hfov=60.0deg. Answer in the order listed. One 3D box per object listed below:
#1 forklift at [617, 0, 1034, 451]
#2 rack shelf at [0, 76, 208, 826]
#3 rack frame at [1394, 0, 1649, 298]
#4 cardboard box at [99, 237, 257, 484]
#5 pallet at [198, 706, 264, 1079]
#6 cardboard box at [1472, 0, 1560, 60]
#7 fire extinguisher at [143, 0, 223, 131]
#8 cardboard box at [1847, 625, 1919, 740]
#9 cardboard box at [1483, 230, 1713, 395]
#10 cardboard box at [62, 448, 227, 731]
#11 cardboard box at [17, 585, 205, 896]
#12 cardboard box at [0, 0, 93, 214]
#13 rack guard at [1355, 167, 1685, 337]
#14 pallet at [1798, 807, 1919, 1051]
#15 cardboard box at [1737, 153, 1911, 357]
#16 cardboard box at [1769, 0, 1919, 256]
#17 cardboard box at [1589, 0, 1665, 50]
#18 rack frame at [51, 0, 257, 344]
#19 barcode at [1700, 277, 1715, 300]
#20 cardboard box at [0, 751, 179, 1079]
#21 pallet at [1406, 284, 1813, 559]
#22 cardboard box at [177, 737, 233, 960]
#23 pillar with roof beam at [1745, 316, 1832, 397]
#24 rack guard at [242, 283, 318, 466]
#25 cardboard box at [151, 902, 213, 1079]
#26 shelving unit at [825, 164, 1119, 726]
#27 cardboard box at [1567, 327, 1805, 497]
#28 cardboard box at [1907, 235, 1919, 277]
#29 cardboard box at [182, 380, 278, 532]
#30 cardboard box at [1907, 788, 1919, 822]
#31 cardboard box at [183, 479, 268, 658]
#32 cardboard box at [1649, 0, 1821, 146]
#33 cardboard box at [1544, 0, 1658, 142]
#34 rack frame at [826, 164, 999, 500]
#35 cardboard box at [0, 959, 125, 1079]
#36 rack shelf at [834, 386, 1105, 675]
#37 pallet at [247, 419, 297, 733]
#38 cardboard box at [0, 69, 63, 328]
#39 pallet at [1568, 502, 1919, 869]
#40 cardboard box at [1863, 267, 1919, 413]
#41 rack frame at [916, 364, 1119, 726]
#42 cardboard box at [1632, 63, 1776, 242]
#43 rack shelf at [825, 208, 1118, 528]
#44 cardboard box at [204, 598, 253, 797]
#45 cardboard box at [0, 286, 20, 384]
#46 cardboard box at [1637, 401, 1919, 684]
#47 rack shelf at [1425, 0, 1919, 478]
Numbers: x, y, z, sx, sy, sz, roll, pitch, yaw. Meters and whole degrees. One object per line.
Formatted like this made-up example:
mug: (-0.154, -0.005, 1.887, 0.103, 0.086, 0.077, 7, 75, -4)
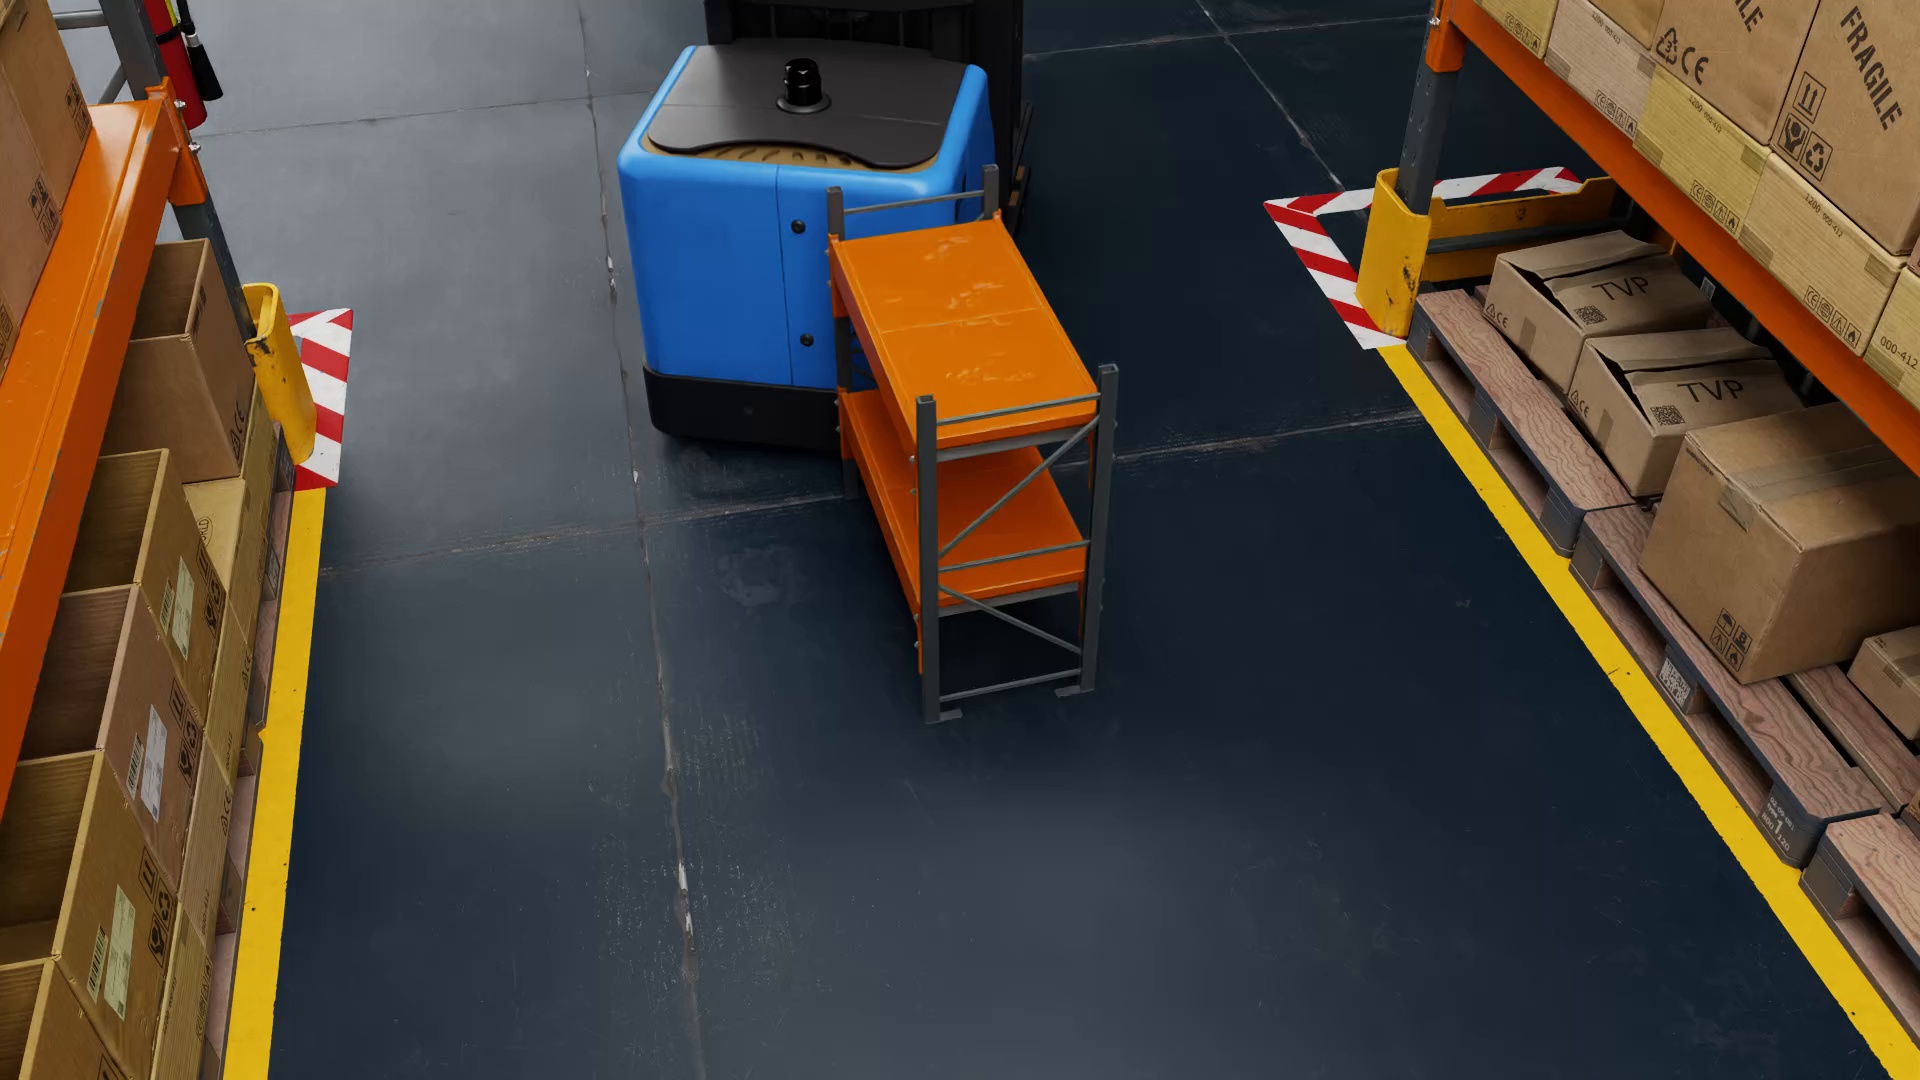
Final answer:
forklift: (-0.310, -2.343, 5.681, 1.130, 2.935, 3.031, 6, 42, 6)
rack shelf: (-2.330, 0.177, 3.332, 1.077, 0.370, 4.000, -8, 42, -9)
rack frame: (2.075, -2.100, 5.356, 1.000, 3.000, 0.127, -8, 42, -9)
cardboard box: (-2.355, -0.492, 4.735, 0.500, 0.500, 0.500, -8, 42, -9)
pallet: (-2.296, 0.934, 4.039, 1.003, 0.211, 1.213, -8, 42, -9)
cardboard box: (1.870, -1.690, 4.992, 0.500, 0.250, 0.500, -9, 42, -11)
fire extinguisher: (-2.333, -1.502, 4.741, 0.296, 0.674, 0.183, -8, 42, -9)
cardboard box: (2.612, 0.355, 4.407, 0.380, 0.149, 0.250, -12, 43, -13)
cardboard box: (2.136, -0.798, 5.583, 0.500, 0.311, 0.500, -13, 43, -14)
cardboard box: (-2.125, 0.154, 4.007, 0.500, 0.500, 0.500, -8, 42, -9)
cardboard box: (-2.018, 0.478, 3.642, 0.500, 0.500, 0.500, -8, 42, -9)
cardboard box: (-2.673, -1.121, 4.178, 0.700, 0.500, 0.500, -8, 42, -9)
rack guard: (2.091, -1.116, 6.131, 1.175, 0.500, 0.348, -8, 42, -9)
pallet: (2.759, 1.105, 3.846, 1.003, 0.211, 1.213, -8, 42, -9)
cardboard box: (2.207, -0.696, 3.873, 0.500, 0.250, 0.500, -8, 42, -9)
cardboard box: (2.210, -0.989, 3.638, 0.500, 0.500, 0.500, -7, 42, -8)
cardboard box: (1.981, -1.658, 4.391, 0.500, 0.500, 0.500, -8, 42, -9)
rack frame: (-2.762, -1.388, 4.554, 1.000, 3.000, 0.127, -8, 42, -9)
barcode: (2.531, -0.847, 5.632, 0.001, 0.075, 0.075, -8, 42, -9)
cardboard box: (-1.908, 0.802, 3.277, 0.500, 0.500, 0.500, -8, 42, -9)
pallet: (2.232, -0.476, 5.628, 1.003, 0.211, 1.213, -8, 42, -9)
cardboard box: (-2.022, 0.759, 3.890, 0.500, 0.250, 0.500, -8, 42, -9)
pillar with roof beam: (-1.133, -3.397, 2.298, 9.100, 9.000, 0.400, -8, 42, -9)
rack guard: (-2.767, -0.469, 5.401, 1.175, 0.500, 0.348, -8, 42, -9)
cardboard box: (-1.908, 1.082, 3.526, 0.500, 0.250, 0.500, -8, 42, -9)
shelving unit: (0.003, -0.279, 4.717, 0.538, 1.125, 1.048, -10, 43, -12)
cardboard box: (2.259, -0.428, 5.167, 0.500, 0.311, 0.500, -5, 42, -6)
cardboard box: (2.322, -0.652, 3.258, 0.500, 0.500, 0.500, -9, 42, -11)
cardboard box: (-2.357, -0.211, 4.984, 0.500, 0.250, 0.500, -8, 42, -9)
cardboard box: (2.675, 0.596, 3.871, 0.500, 0.500, 0.500, -11, 43, -12)
cardboard box: (-2.238, 0.111, 4.620, 0.500, 0.250, 0.500, -8, 42, -9)
cardboard box: (2.087, -1.322, 4.013, 0.500, 0.500, 0.500, -10, 42, -11)
cardboard box: (1.996, -1.355, 4.615, 0.500, 0.250, 0.500, -10, 42, -11)
rack frame: (-0.133, -0.604, 5.083, 0.500, 1.125, 0.032, -10, 43, -12)
cardboard box: (-1.808, 1.127, 2.911, 0.500, 0.500, 0.500, -8, 42, -9)
rack shelf: (0.003, -0.096, 4.879, 0.538, 0.278, 1.000, -10, 43, -12)
pallet: (-2.556, 0.144, 4.928, 1.003, 0.211, 1.213, -8, 42, -9)
cardboard box: (-2.555, -0.781, 3.795, 0.700, 0.500, 0.500, -7, 42, -8)
pallet: (2.492, 0.313, 4.739, 1.003, 0.211, 1.213, -8, 42, -9)
cardboard box: (2.317, -0.370, 3.506, 0.500, 0.250, 0.500, -9, 42, -10)
rack frame: (0.140, 0.046, 4.351, 0.500, 1.125, 0.032, -10, 43, -12)
cardboard box: (2.100, -1.024, 4.242, 0.500, 0.250, 0.500, -9, 42, -10)
rack shelf: (0.003, -0.498, 4.523, 0.538, 0.278, 1.000, -10, 43, -12)
cardboard box: (-2.128, 0.435, 4.256, 0.500, 0.250, 0.500, -8, 42, -9)
cardboard box: (-2.454, -0.459, 3.432, 0.700, 0.500, 0.500, -8, 42, -9)
cardboard box: (2.369, -0.016, 4.560, 0.700, 0.500, 0.500, -11, 43, -12)
rack shelf: (2.506, -0.535, 4.135, 1.077, 0.370, 4.000, -8, 42, -9)
